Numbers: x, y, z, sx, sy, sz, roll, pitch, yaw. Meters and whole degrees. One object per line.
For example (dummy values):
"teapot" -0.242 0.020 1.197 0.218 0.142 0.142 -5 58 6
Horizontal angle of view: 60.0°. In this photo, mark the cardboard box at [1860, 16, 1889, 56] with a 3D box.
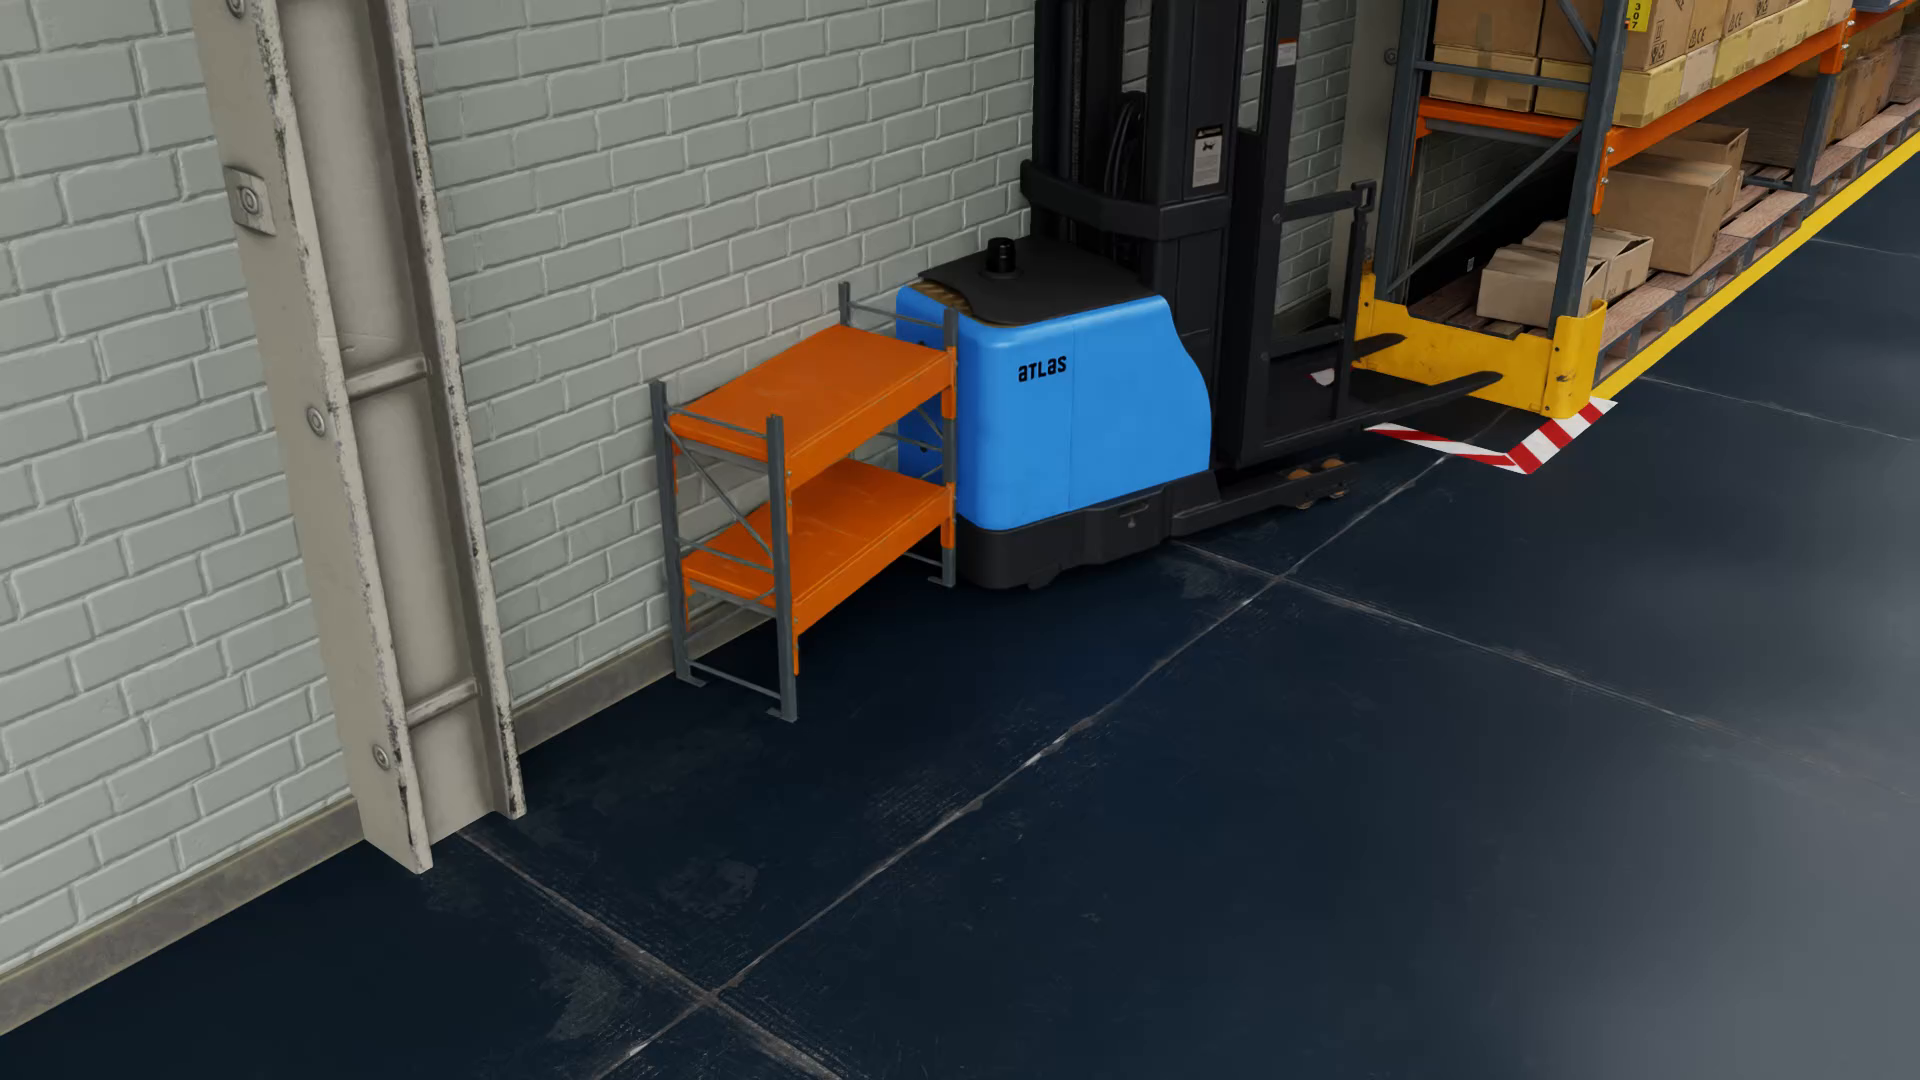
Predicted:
"cardboard box" 6.399 -3.712 12.085 0.500 0.250 0.500 21 34 34

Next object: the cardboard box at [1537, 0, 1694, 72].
"cardboard box" 2.998 -2.452 7.550 0.500 0.500 0.500 21 34 34

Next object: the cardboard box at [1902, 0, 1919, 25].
"cardboard box" 8.120 -4.386 13.845 0.750 0.750 0.750 20 34 34

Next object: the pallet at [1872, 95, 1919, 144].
"pallet" 7.052 -3.416 13.124 1.003 0.211 1.213 21 34 34

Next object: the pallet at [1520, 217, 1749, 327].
"pallet" 3.831 -1.592 9.597 1.003 0.211 1.213 21 34 34

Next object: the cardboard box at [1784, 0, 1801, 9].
"cardboard box" 4.303 -3.177 8.951 0.500 0.500 0.500 20 33 33

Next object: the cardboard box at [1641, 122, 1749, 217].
"cardboard box" 4.377 -2.219 10.016 0.500 0.500 0.500 18 32 31

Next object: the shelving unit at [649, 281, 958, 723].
"shelving unit" -0.496 -0.162 5.778 0.538 1.125 1.048 17 34 26

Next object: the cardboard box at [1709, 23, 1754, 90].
"cardboard box" 3.665 -2.485 8.430 0.500 0.250 0.500 20 34 34

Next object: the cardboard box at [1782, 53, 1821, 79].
"cardboard box" 5.739 -3.354 11.395 0.500 0.250 0.500 20 33 33

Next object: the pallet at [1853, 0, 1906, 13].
"pallet" 5.605 -3.656 10.762 1.003 0.211 1.213 21 34 34

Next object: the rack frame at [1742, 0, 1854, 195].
"rack frame" 5.006 -3.513 10.277 1.000 3.000 0.127 21 34 34

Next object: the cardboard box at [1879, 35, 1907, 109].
"cardboard box" 6.716 -3.597 12.681 0.700 0.500 0.500 21 34 34

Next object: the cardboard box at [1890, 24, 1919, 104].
"cardboard box" 7.133 -3.746 12.968 0.700 0.500 0.500 21 34 35

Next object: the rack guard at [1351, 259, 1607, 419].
"rack guard" 2.510 -1.012 8.162 1.175 0.500 0.348 21 34 34

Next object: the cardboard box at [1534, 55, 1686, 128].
"cardboard box" 3.018 -2.117 7.720 0.500 0.250 0.500 20 33 33

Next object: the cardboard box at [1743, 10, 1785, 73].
"cardboard box" 3.989 -2.663 8.775 0.500 0.250 0.500 21 34 35

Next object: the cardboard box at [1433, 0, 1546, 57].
"cardboard box" 2.598 -2.600 7.836 0.500 0.500 0.500 20 34 34

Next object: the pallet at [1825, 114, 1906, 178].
"pallet" 6.276 -2.986 12.292 1.003 0.211 1.213 21 34 34

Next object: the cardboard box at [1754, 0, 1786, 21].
"cardboard box" 3.972 -2.992 8.594 0.500 0.500 0.500 22 35 36

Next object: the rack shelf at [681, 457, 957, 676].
"rack shelf" -0.499 0.050 5.901 0.538 0.278 1.000 17 34 26

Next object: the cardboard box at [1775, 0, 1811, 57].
"cardboard box" 4.308 -2.842 9.120 0.500 0.250 0.500 21 34 34

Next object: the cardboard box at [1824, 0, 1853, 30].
"cardboard box" 4.939 -3.199 9.811 0.500 0.250 0.500 21 34 35

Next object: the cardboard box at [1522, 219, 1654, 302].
"cardboard box" 3.334 -1.517 8.866 0.500 0.311 0.500 24 36 38

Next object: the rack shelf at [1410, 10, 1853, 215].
"rack shelf" 3.734 -2.485 9.071 1.077 0.370 4.000 21 34 34

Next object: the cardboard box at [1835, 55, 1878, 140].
"cardboard box" 6.107 -3.231 11.973 0.700 0.500 0.500 21 34 35

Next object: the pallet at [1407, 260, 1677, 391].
"pallet" 3.054 -1.161 8.765 1.003 0.211 1.213 21 34 34

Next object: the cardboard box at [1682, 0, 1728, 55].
"cardboard box" 3.320 -2.624 7.883 0.500 0.500 0.500 21 34 35

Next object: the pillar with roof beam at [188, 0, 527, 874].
"pillar with roof beam" 1.745 -1.875 0.581 9.100 9.000 0.400 21 34 34

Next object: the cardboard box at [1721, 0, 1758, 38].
"cardboard box" 3.653 -2.805 8.234 0.500 0.500 0.500 19 33 33

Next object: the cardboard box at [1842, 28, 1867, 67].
"cardboard box" 6.067 -3.540 11.754 0.500 0.250 0.500 20 33 33

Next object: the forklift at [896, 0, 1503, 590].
"forklift" 1.087 -1.617 6.685 3.031 2.935 1.130 -17 32 -29

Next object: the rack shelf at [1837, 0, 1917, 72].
"rack shelf" 6.279 -3.903 11.813 1.077 0.370 4.000 21 34 34

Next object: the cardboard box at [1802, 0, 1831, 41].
"cardboard box" 4.616 -3.025 9.474 0.500 0.250 0.500 21 34 35

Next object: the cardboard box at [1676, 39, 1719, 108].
"cardboard box" 3.337 -2.306 8.084 0.500 0.250 0.500 20 33 33

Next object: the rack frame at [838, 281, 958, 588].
"rack frame" -0.232 -0.377 6.155 0.500 1.125 0.032 17 34 26

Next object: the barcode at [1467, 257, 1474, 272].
"barcode" 2.675 -1.443 8.712 0.001 0.075 0.075 21 34 34

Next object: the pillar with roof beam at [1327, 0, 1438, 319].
"pillar with roof beam" 5.562 -4.002 4.693 9.100 9.000 0.400 21 34 34

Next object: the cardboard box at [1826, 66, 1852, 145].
"cardboard box" 5.752 -3.062 11.646 0.700 0.500 0.500 20 33 33

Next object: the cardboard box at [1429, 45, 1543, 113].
"cardboard box" 2.610 -2.260 7.995 0.500 0.250 0.500 21 34 35

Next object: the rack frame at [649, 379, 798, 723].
"rack frame" -0.761 0.053 5.401 0.500 1.125 0.032 17 34 26

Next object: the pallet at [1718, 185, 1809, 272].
"pallet" 4.606 -2.026 10.437 1.003 0.211 1.213 21 34 34

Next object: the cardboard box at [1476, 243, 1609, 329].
"cardboard box" 2.972 -1.315 8.475 0.500 0.311 0.500 17 32 29

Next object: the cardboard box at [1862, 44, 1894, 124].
"cardboard box" 6.421 -3.413 12.324 0.700 0.500 0.500 21 34 34

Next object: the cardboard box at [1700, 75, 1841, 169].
"cardboard box" 5.462 -2.864 11.264 0.700 0.500 0.500 22 35 36

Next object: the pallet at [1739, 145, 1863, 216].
"pallet" 5.500 -2.551 11.452 1.003 0.211 1.213 21 34 34

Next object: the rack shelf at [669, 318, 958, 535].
"rack shelf" -0.493 -0.415 5.631 0.538 0.278 1.000 17 34 26

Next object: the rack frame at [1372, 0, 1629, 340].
"rack frame" 2.462 -2.095 7.535 1.000 3.000 0.127 21 34 34

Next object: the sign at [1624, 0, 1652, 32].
"sign" 2.881 -2.321 7.030 0.100 0.325 0.005 21 34 34

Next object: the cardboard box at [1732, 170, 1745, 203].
"cardboard box" 4.689 -2.252 10.443 0.380 0.166 0.250 16 31 28

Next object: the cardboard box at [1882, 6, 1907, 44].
"cardboard box" 6.722 -3.895 12.441 0.500 0.250 0.500 21 34 35

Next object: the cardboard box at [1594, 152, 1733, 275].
"cardboard box" 3.839 -1.847 9.297 0.700 0.500 0.500 18 33 31
